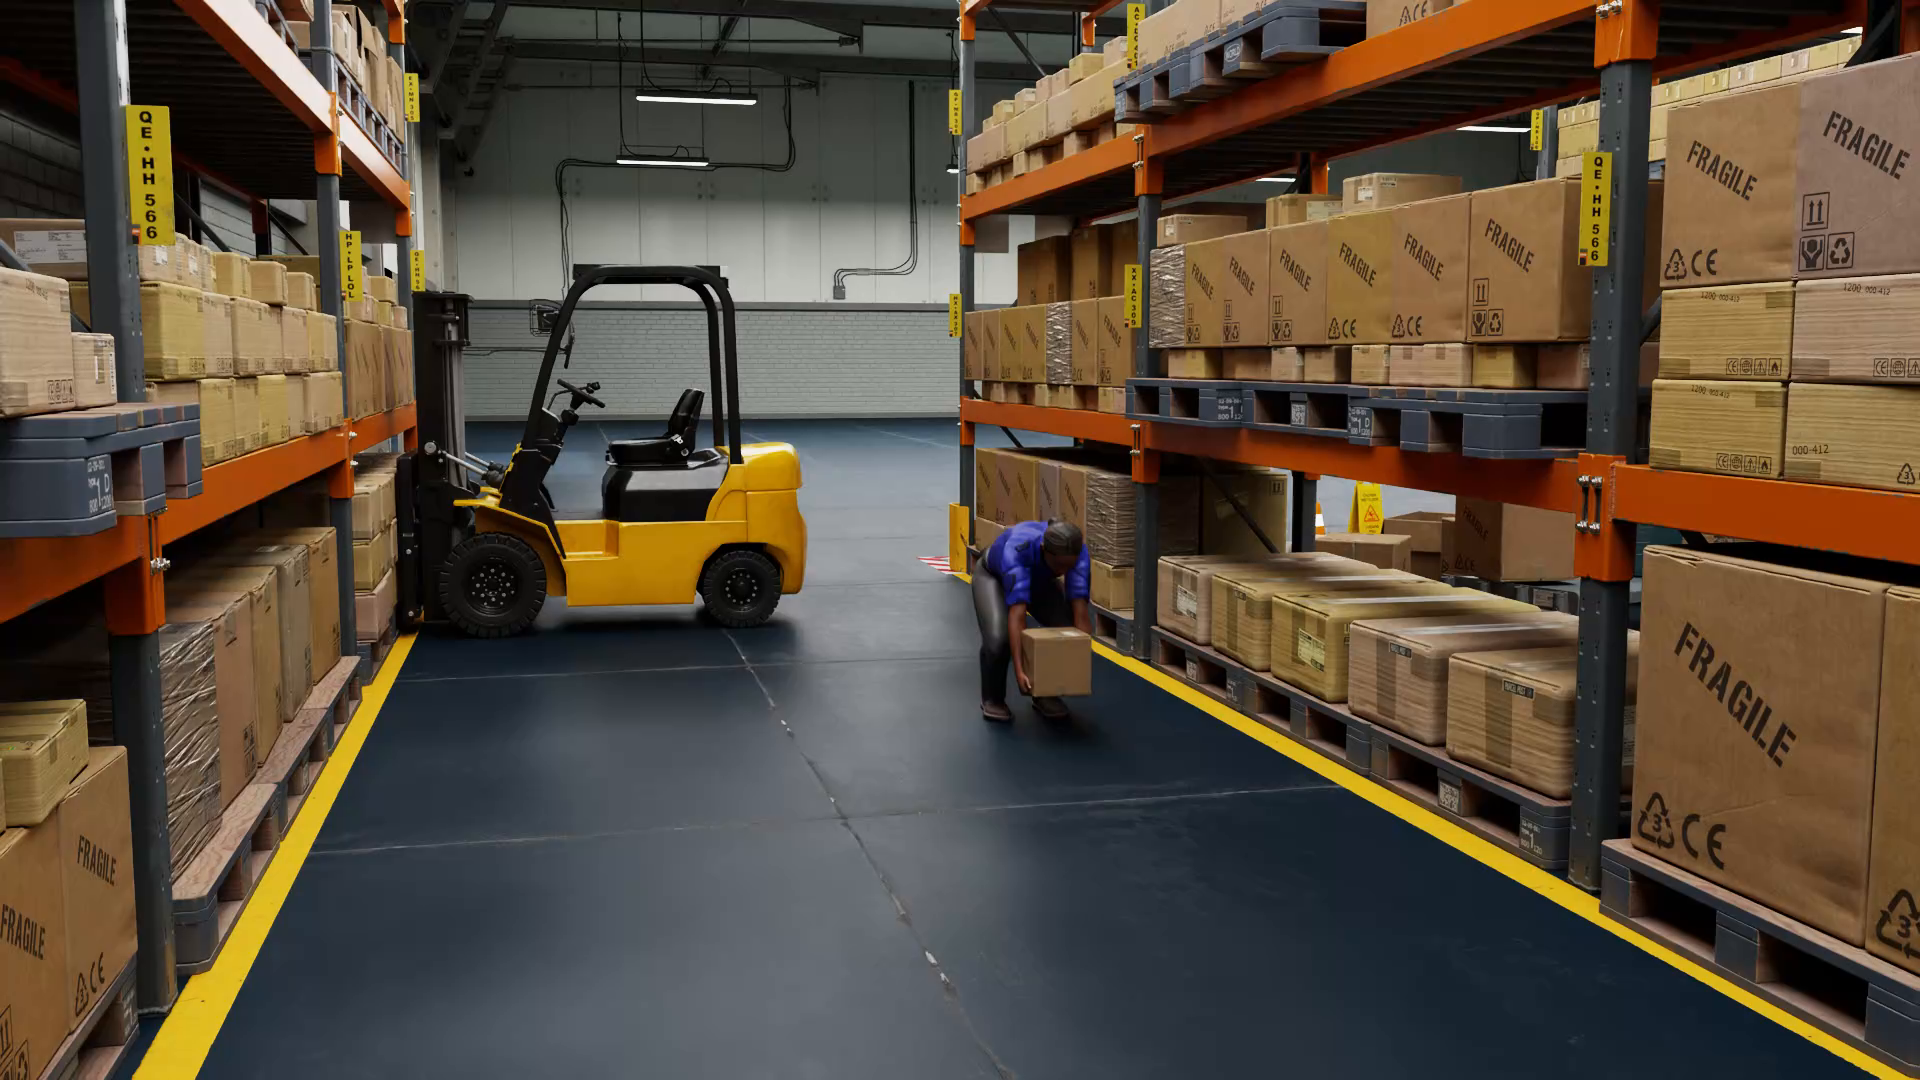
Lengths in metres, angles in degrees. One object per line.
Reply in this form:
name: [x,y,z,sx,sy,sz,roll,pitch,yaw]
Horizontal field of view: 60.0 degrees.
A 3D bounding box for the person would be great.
person: [0.331,0.345,7.362,0.472,0.944,0.865,-2,6,-16]
